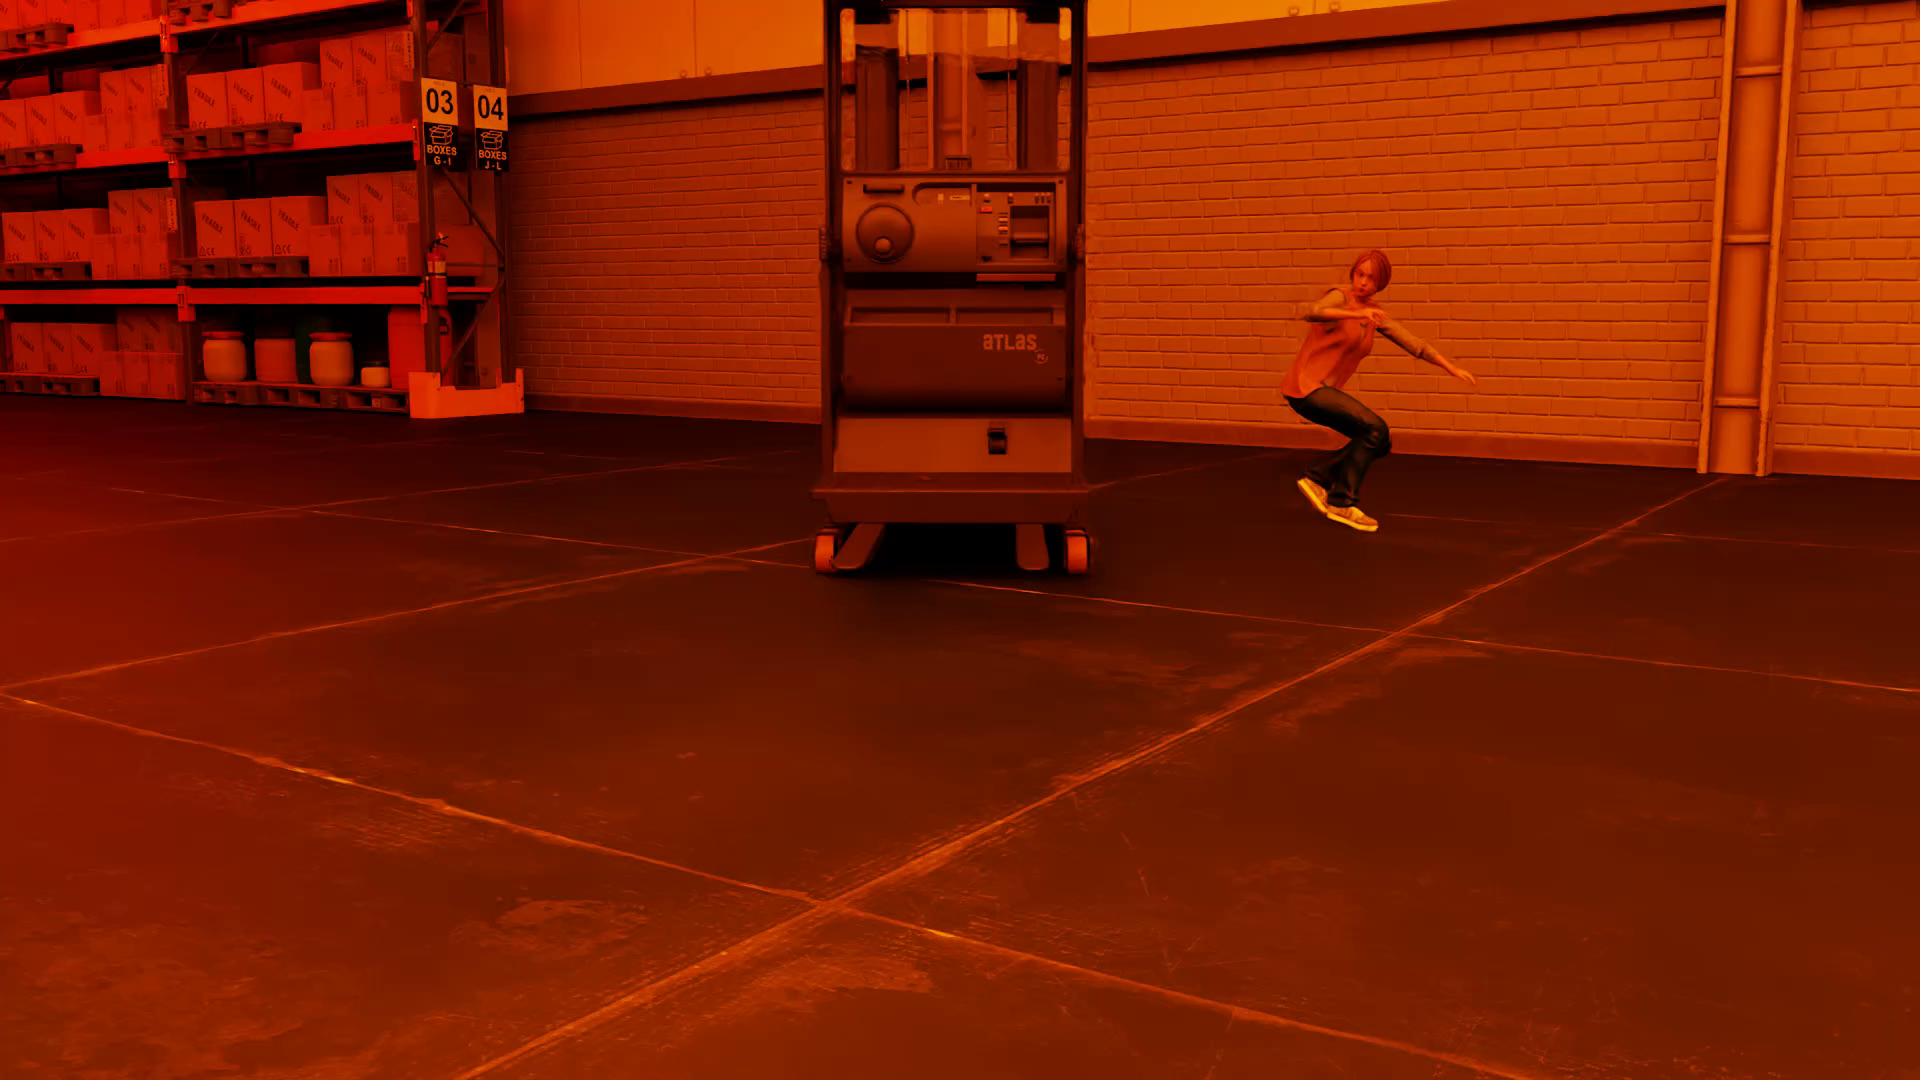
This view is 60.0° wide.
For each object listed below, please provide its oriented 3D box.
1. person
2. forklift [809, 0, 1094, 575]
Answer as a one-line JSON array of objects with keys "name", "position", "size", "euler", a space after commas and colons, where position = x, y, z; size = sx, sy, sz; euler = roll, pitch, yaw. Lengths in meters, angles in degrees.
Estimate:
[{"name": "person", "position": [1.971, -0.724, 7.985], "size": [0.881, 1.330, 0.643], "euler": [5, 9, 31]}, {"name": "forklift", "position": [-0.025, -1.351, 6.695], "size": [1.130, 2.935, 3.031], "euler": [0, 8, 1]}]
